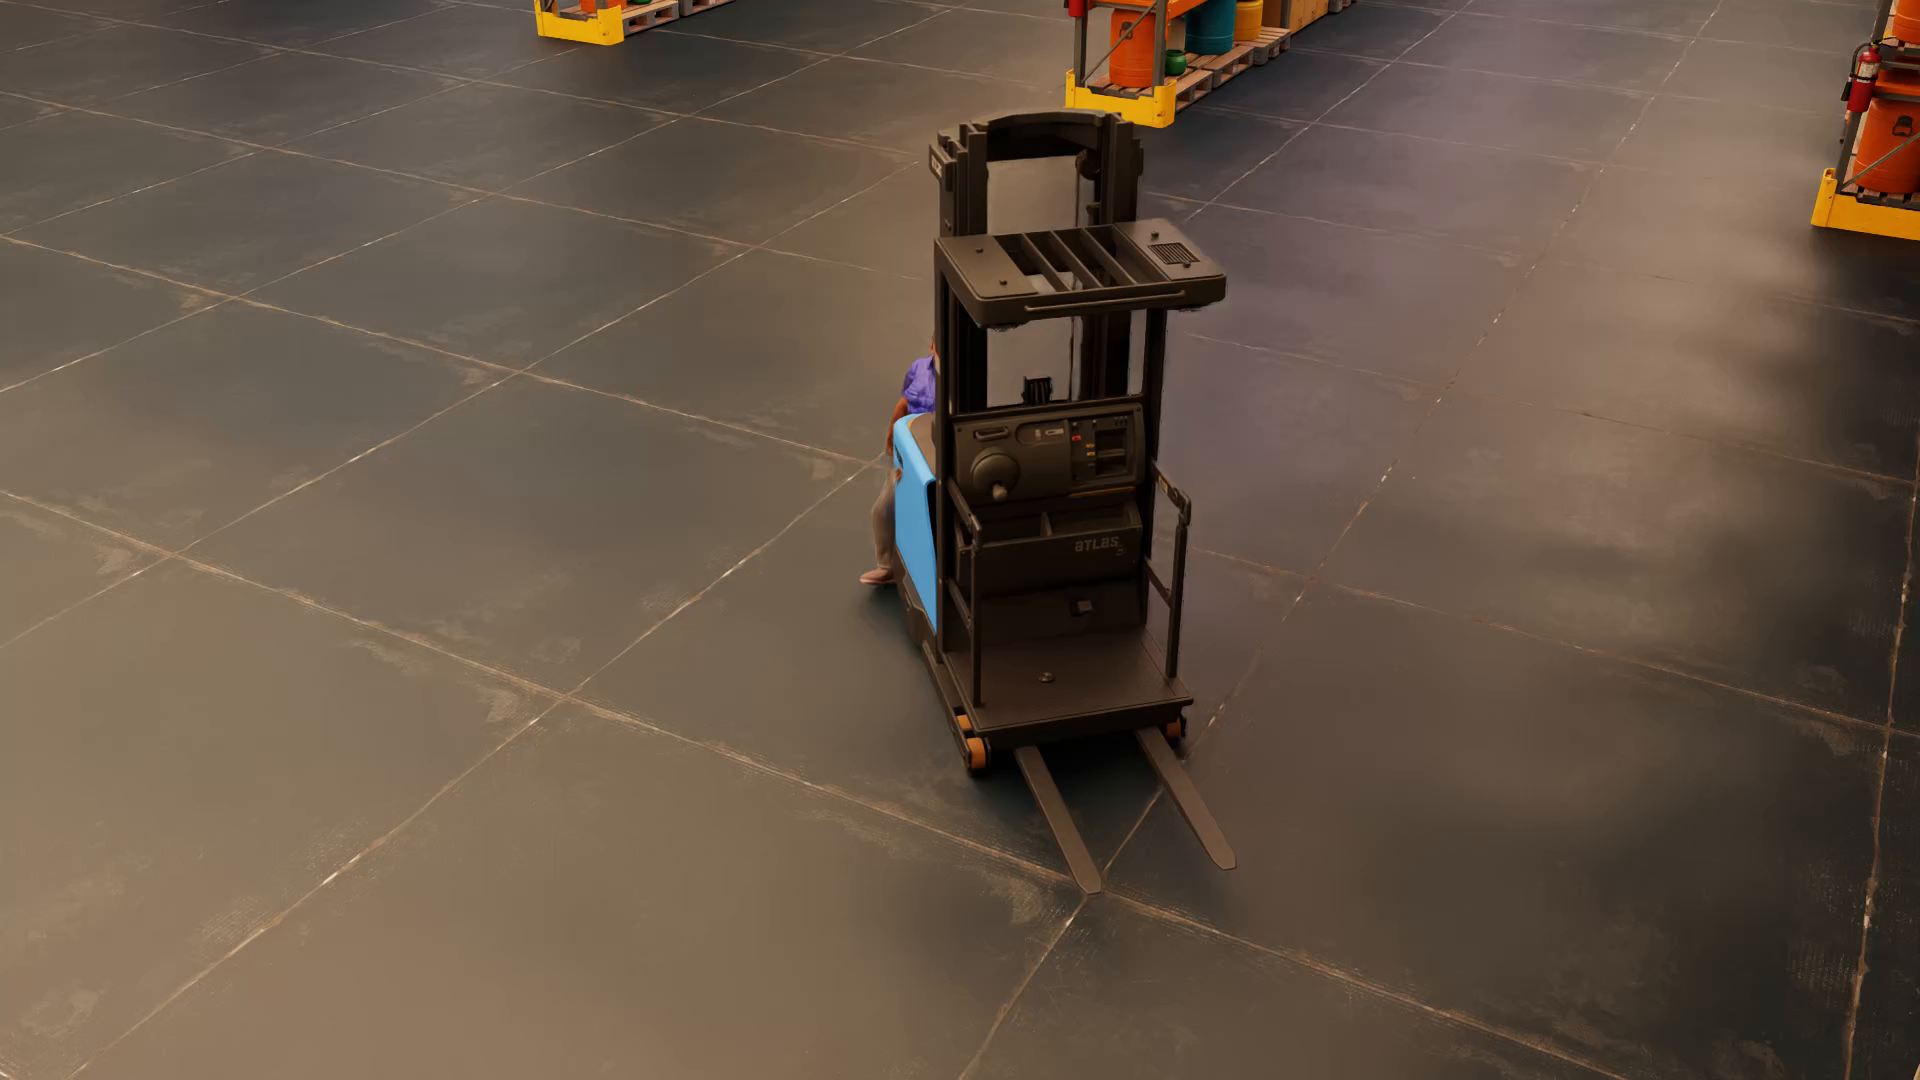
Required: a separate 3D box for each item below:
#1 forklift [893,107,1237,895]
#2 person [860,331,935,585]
[{"bbox_3d":[0.485,-0.363,7.700,1.130,2.935,3.031,-7,31,-12],"label":"forklift"},{"bbox_3d":[-0.200,-0.478,9.273,0.615,1.577,0.814,17,34,27],"label":"person"}]
